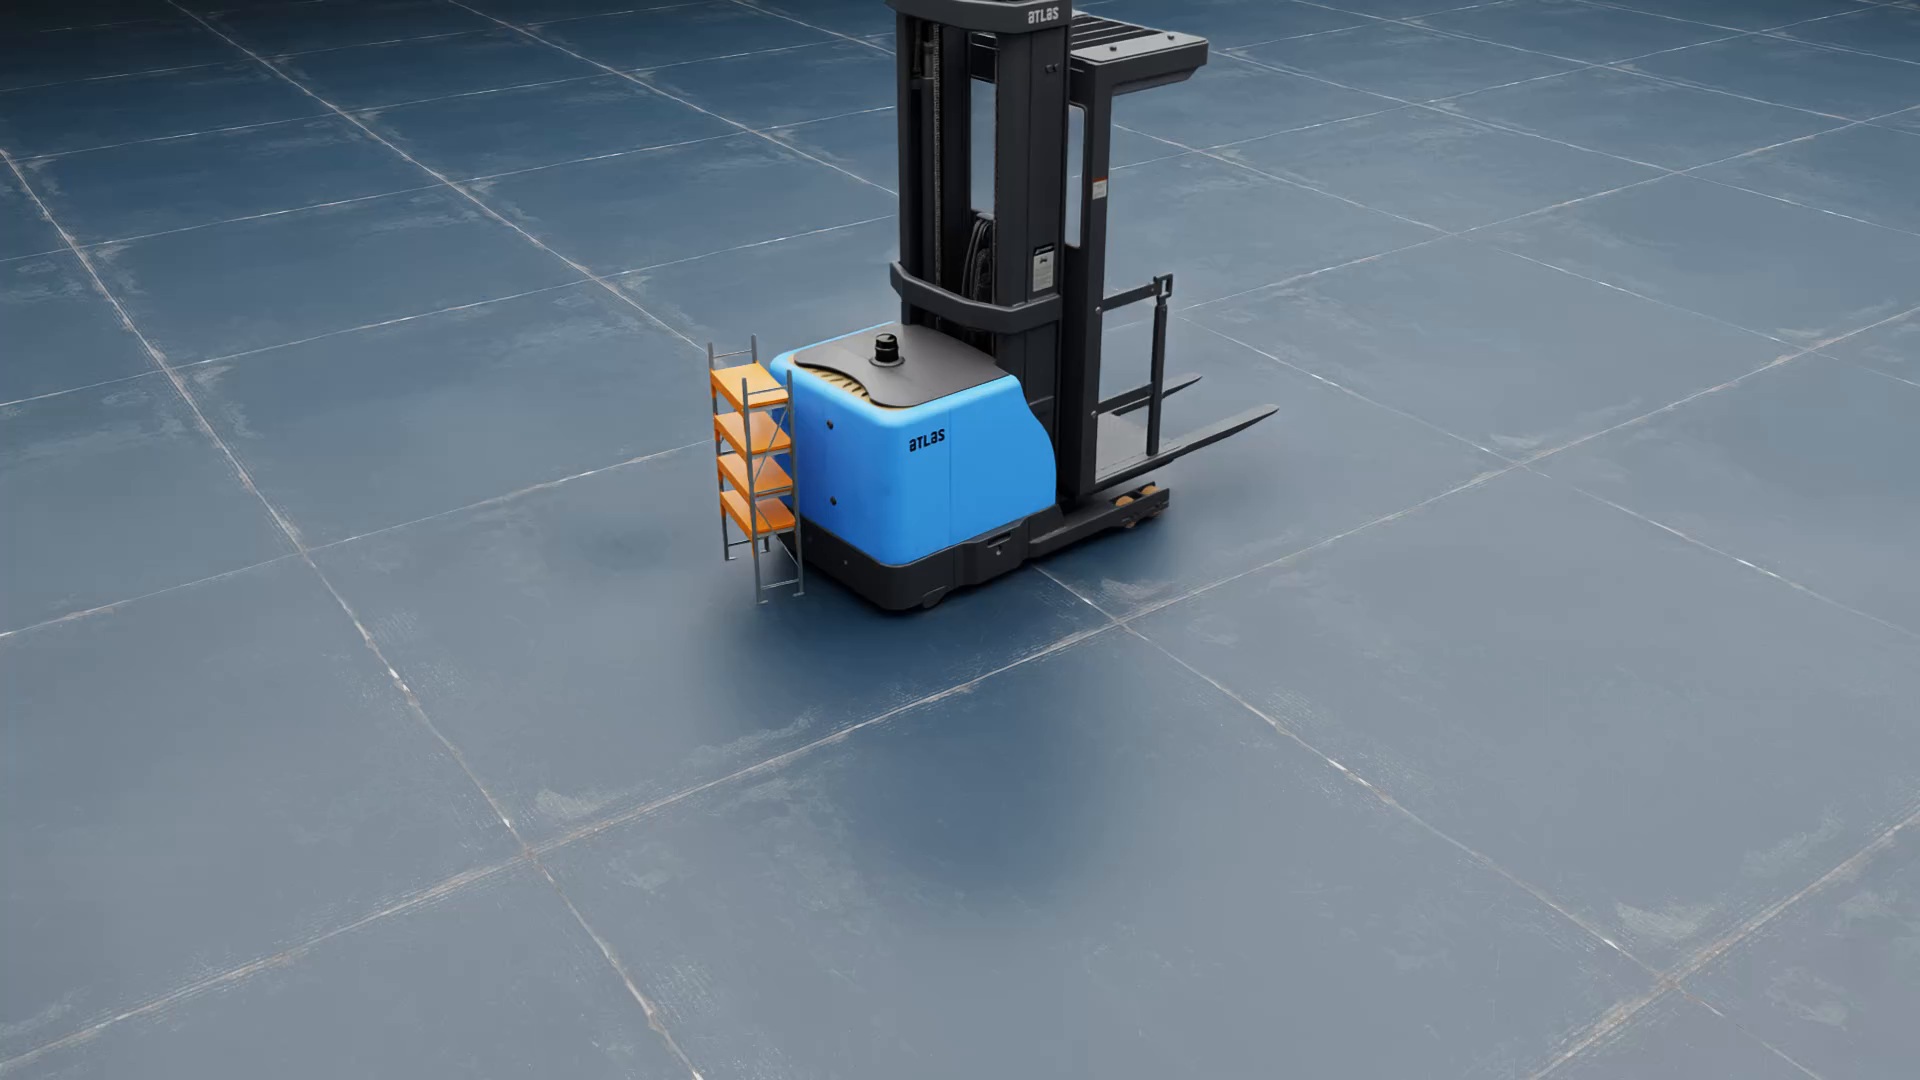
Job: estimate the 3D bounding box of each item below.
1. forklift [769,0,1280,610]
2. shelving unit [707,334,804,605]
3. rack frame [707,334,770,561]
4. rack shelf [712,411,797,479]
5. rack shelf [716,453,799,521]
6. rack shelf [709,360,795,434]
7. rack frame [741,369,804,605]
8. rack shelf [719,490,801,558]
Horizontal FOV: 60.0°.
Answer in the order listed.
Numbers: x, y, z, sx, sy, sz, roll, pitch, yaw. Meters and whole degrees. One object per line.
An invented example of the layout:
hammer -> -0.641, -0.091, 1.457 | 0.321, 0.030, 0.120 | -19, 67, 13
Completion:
forklift -> 0.499, -1.524, 8.484 | 3.031, 2.935, 1.130 | -22, 35, -35
shelving unit -> -0.995, -0.341, 8.121 | 0.258, 1.200, 0.503 | -13, 31, -23
rack frame -> -1.102, -0.446, 8.313 | 0.240, 1.200, 0.015 | -13, 31, -23
rack shelf -> -0.995, -0.479, 8.046 | 0.258, 0.148, 0.480 | -13, 31, -23
rack shelf -> -0.995, -0.282, 8.153 | 0.258, 0.148, 0.480 | -13, 31, -23
rack shelf -> -0.995, -0.686, 7.933 | 0.258, 0.148, 0.480 | -13, 31, -23
rack frame -> -0.888, -0.237, 7.928 | 0.240, 1.200, 0.015 | -13, 31, -23
rack shelf -> -0.994, -0.108, 8.248 | 0.258, 0.148, 0.480 | -13, 31, -23
